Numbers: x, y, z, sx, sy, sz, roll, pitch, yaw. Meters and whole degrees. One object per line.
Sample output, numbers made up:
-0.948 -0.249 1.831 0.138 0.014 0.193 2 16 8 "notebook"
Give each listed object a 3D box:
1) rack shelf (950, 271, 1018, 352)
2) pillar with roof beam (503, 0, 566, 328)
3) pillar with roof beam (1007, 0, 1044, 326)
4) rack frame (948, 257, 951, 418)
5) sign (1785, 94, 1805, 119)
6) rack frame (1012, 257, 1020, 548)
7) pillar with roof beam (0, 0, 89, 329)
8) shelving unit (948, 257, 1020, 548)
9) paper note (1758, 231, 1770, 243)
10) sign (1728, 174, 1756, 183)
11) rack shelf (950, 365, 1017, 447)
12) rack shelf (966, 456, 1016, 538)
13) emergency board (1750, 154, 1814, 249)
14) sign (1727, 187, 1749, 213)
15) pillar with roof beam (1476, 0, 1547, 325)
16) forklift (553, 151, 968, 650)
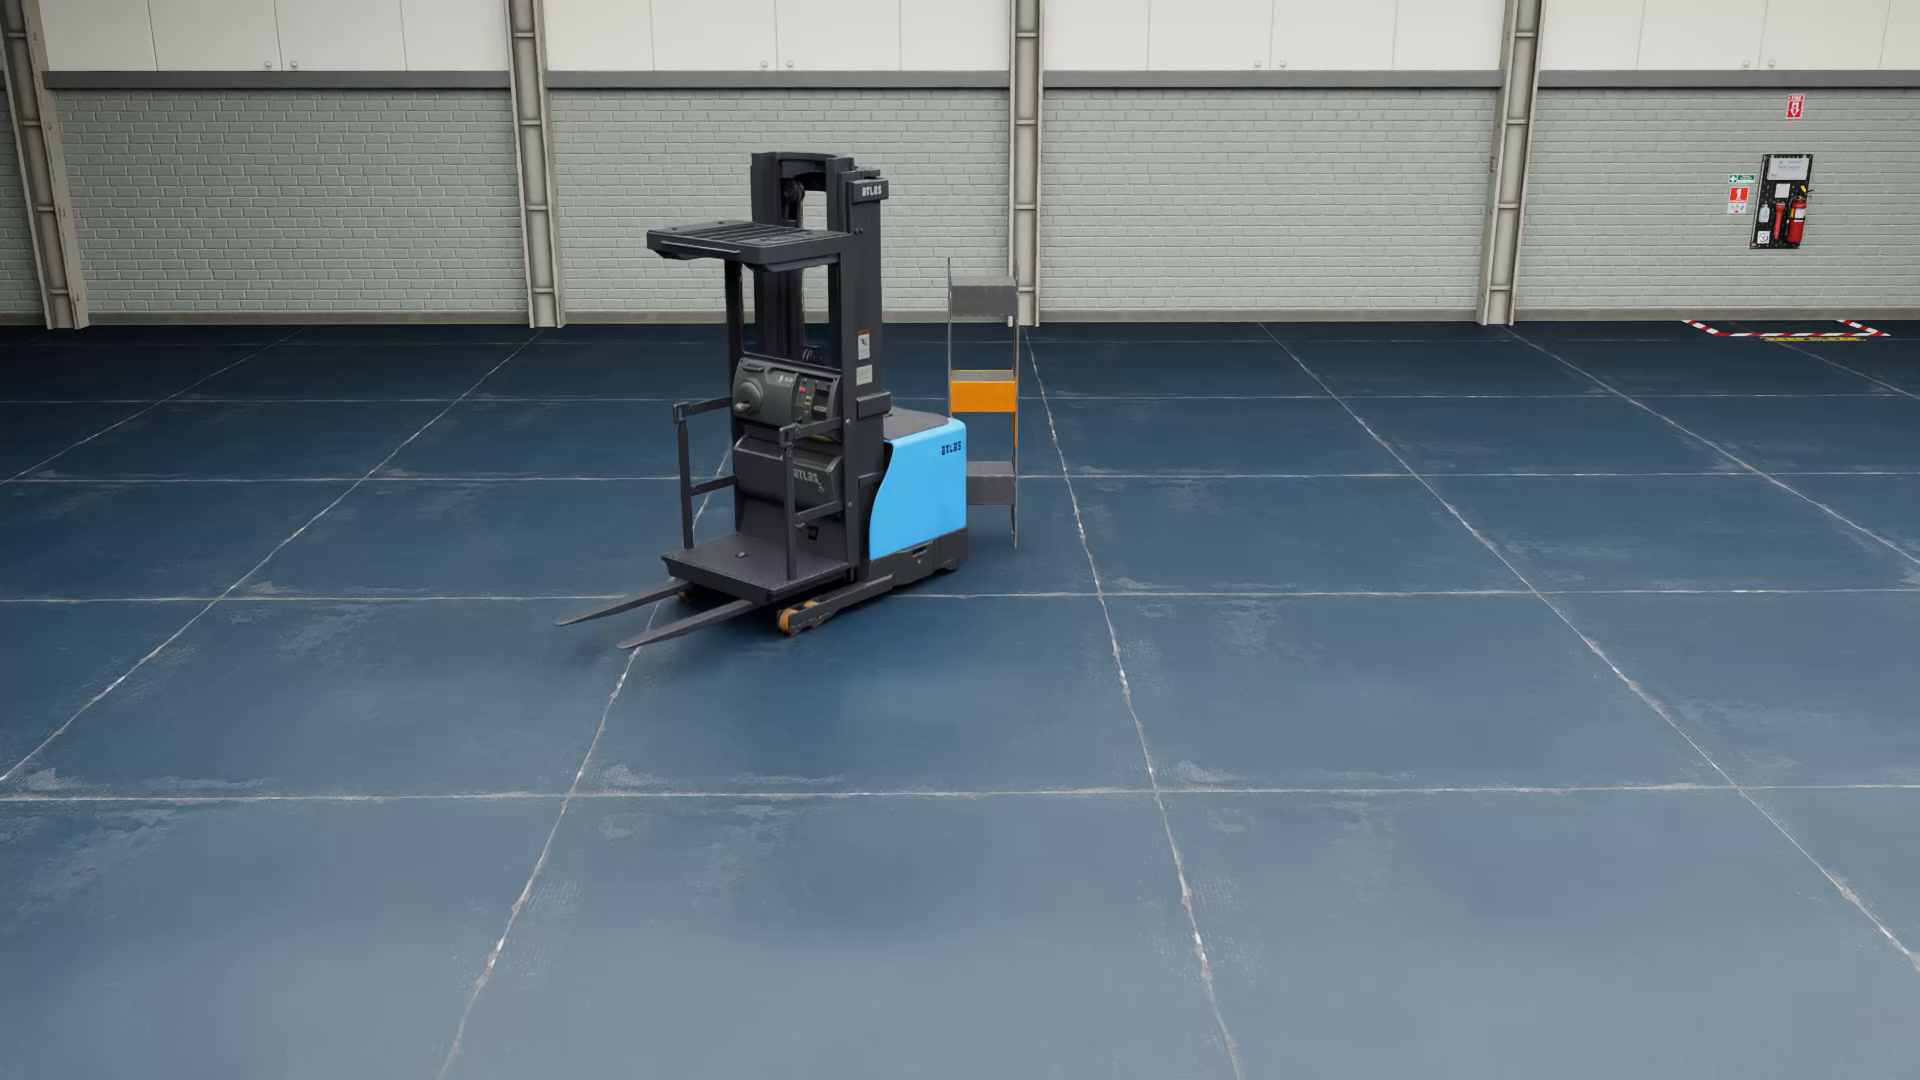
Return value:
0.166 -1.654 12.020 0.480 0.518 0.431 0 18 -1 "rack shelf"
-5.131 -5.678 15.514 0.400 9.000 9.100 0 18 -1 "pillar with roof beam"
0.868 -5.706 15.604 0.400 9.000 9.100 0 18 -1 "pillar with roof beam"
-0.078 -0.999 12.226 0.015 2.100 0.400 0 18 -1 "rack frame"
10.317 -5.356 20.540 0.199 0.298 0.001 0 18 -1 "sign"
0.409 -1.002 12.233 0.015 2.100 0.400 0 18 -1 "rack frame"
-11.131 -5.649 15.424 0.400 9.000 9.100 0 18 -1 "pillar with roof beam"
0.166 -1.001 12.229 0.503 2.100 0.431 0 18 -1 "shelving unit"
10.149 -3.823 20.997 0.142 0.148 0.016 0 18 -1 "paper note"
9.777 -4.518 20.794 0.331 0.109 0.001 0 18 -1 "sign"
0.166 -0.988 12.233 0.480 0.518 0.431 0 18 -1 "rack shelf"
0.166 -0.321 12.447 0.480 0.518 0.431 0 18 -1 "rack shelf"
10.327 -4.222 20.799 0.643 1.169 0.194 0 18 -1 "emergency board"
9.772 -4.268 20.883 0.234 0.329 0.001 0 18 -1 "sign"
6.867 -5.735 15.695 0.400 9.000 9.100 0 18 -1 "pillar with roof beam"
-1.277 -0.960 10.743 1.130 2.935 3.031 14 23 38 "forklift"
